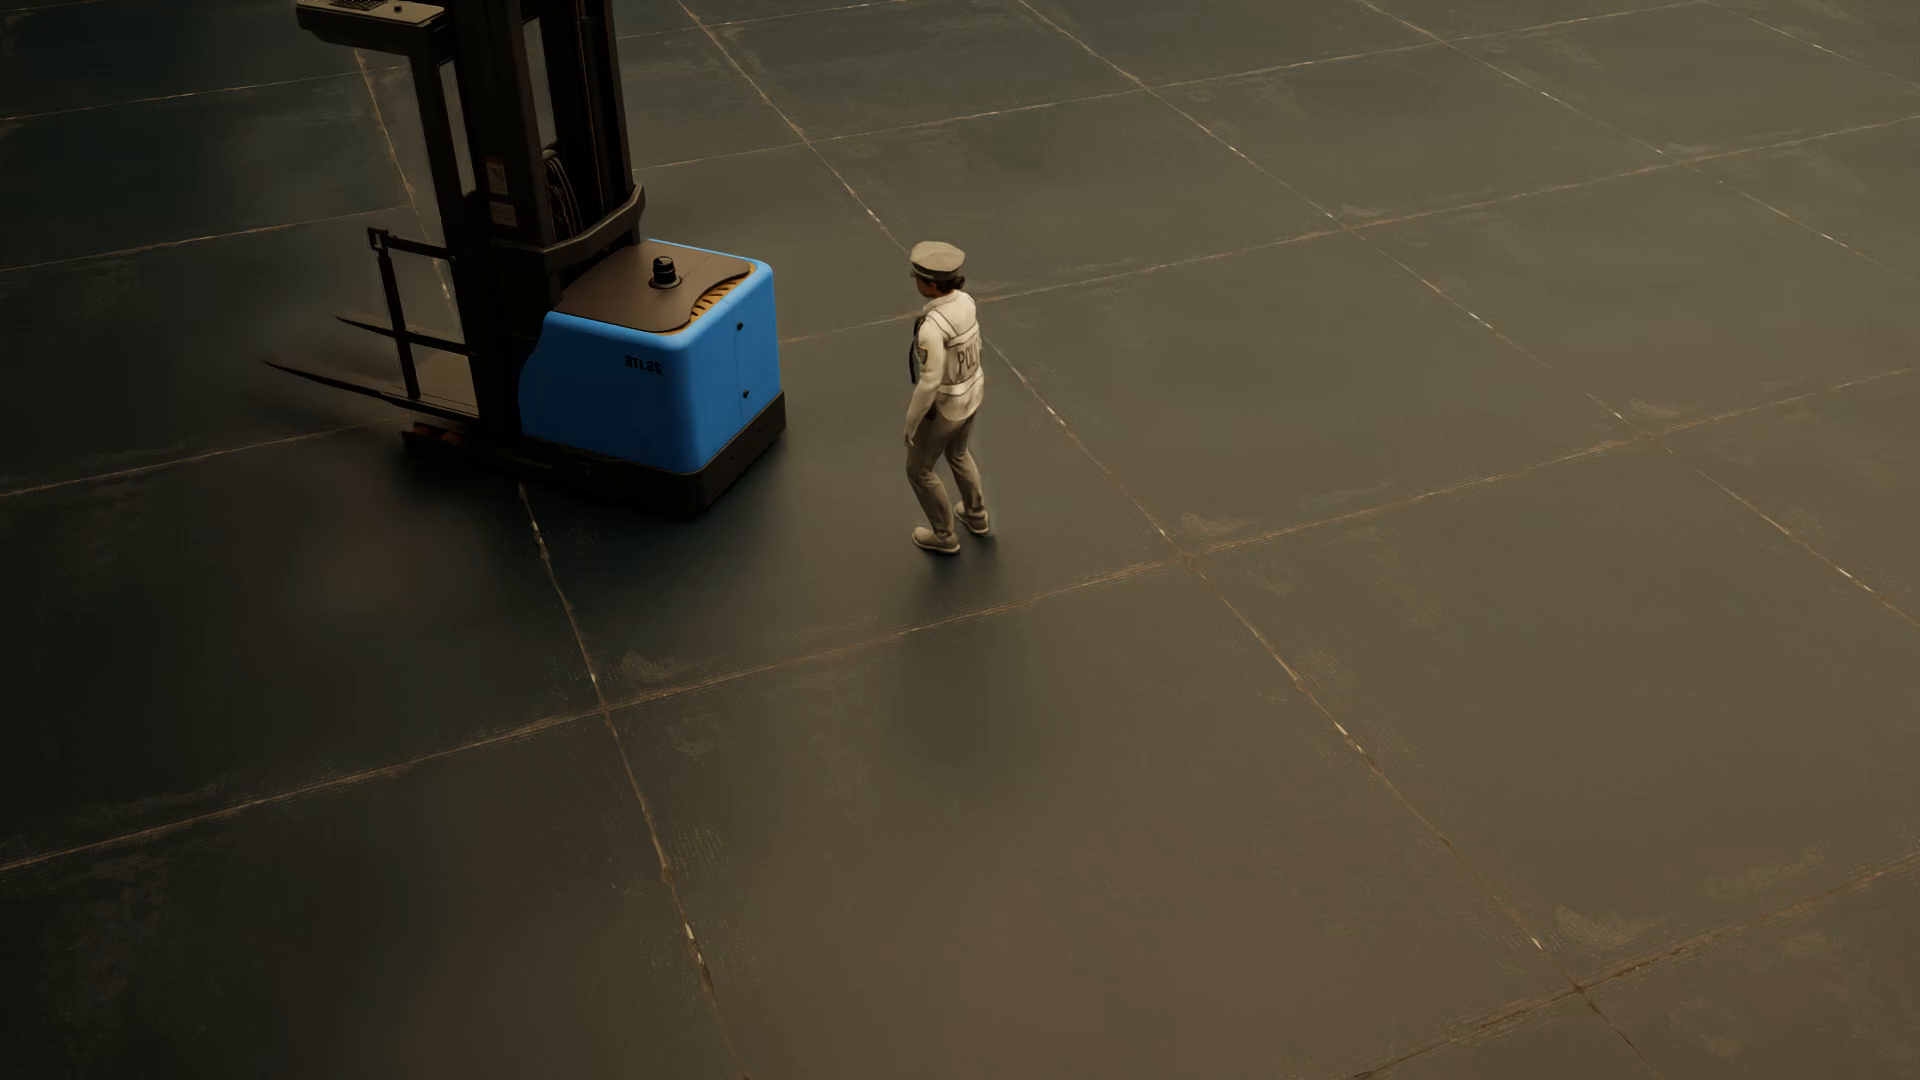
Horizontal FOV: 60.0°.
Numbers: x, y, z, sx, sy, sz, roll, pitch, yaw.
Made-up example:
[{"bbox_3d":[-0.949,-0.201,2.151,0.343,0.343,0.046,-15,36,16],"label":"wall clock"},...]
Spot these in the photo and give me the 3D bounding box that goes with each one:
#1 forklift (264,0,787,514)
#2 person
[{"bbox_3d":[-2.547,-1.886,8.751,3.031,2.935,1.130,14,38,19],"label":"forklift"},{"bbox_3d":[-0.067,-0.671,8.160,0.341,1.647,0.599,16,38,21],"label":"person"}]
